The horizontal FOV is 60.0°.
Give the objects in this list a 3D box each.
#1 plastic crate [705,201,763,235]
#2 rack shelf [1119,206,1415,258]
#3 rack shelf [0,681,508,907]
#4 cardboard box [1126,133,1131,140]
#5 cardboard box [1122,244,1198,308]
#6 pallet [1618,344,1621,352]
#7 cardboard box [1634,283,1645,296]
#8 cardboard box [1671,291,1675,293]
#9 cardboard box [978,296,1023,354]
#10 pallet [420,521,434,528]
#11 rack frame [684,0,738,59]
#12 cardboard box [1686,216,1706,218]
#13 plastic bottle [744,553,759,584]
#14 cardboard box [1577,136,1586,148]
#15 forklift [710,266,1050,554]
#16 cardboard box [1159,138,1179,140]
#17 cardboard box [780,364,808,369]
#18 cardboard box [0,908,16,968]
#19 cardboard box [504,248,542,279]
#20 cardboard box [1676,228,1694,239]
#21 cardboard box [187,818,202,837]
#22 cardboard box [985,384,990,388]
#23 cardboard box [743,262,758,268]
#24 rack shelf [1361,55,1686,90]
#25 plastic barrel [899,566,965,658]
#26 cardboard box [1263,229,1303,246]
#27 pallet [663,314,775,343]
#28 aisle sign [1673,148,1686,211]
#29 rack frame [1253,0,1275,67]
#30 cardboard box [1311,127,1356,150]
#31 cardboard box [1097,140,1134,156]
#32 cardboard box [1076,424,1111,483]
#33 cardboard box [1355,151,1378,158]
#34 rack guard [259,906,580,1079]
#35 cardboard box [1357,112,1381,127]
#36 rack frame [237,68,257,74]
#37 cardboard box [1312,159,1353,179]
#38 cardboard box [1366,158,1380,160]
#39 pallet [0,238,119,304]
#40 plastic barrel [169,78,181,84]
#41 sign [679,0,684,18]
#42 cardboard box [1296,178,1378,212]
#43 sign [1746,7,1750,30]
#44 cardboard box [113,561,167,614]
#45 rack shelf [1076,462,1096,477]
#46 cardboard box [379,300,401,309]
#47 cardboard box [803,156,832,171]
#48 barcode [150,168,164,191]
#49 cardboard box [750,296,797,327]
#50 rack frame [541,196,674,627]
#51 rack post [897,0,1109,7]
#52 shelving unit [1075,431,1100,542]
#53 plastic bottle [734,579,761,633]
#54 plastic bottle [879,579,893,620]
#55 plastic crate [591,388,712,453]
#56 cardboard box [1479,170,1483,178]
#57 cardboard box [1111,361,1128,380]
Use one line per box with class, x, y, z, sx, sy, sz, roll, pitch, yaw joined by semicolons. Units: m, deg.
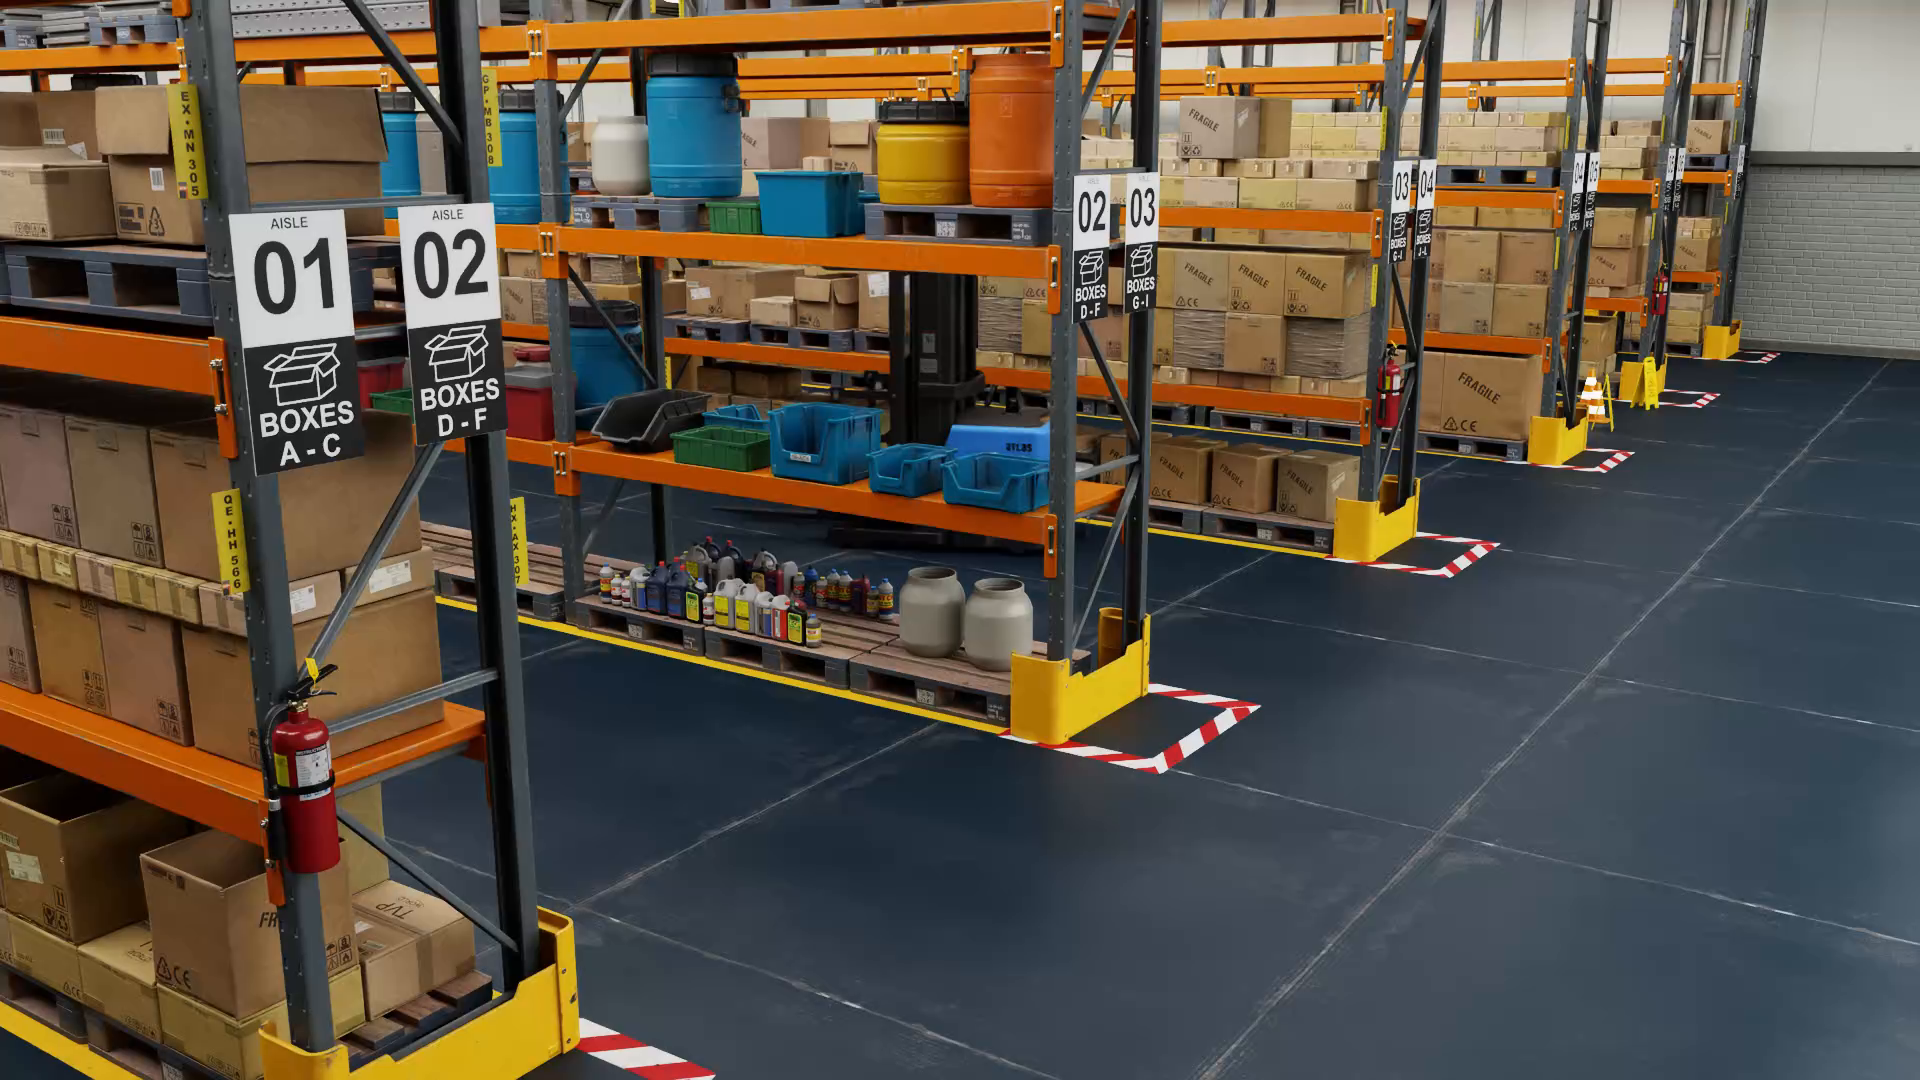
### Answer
plastic crate;-1.333;-2.033;10.492;0.450;0.188;0.336;9;17;33
rack shelf;1.933;-2.772;14.533;4.000;0.370;1.077;9;17;33
rack shelf;-3.599;0.659;6.917;4.000;0.370;1.077;9;17;33
cardboard box;3.247;-7.381;30.476;0.250;0.149;0.380;9;17;33
cardboard box;1.757;-2.302;14.471;0.500;0.500;0.500;9;17;33
pallet;10.225;-3.267;27.083;1.213;0.211;1.003;9;17;33
cardboard box;8.957;-3.338;22.087;0.250;0.149;0.380;9;17;33
cardboard box;10.908;-3.784;26.136;0.500;0.250;0.500;10;17;34
cardboard box;0.613;-2.054;15.549;0.500;0.500;0.875;9;17;33
pallet;-5.189;-0.017;13.952;1.213;0.211;1.003;9;17;33
rack frame;-3.512;-6.894;23.444;0.127;3.000;1.000;9;17;33
cardboard box;11.546;-5.007;26.129;0.250;0.149;0.380;10;17;35
plastic bottle;-1.478;0.227;11.899;0.133;0.283;0.061;11;17;37
cardboard box;8.082;-5.198;21.698;0.250;0.149;0.380;9;17;33
forklift;-0.642;-1.477;14.191;3.031;2.935;1.130;3;14;13
cardboard box;3.266;-5.821;25.146;0.500;0.500;0.700;9;17;33
cardboard box;-2.165;-2.682;23.243;0.500;0.500;0.500;10;17;34
cardboard box;-3.800;1.497;6.882;0.500;0.250;0.500;9;17;33
cardboard box;-4.742;-3.283;19.048;0.637;0.503;0.797;10;17;35
cardboard box;11.218;-4.745;25.693;0.250;0.149;0.380;9;17;34
cardboard box;-3.098;1.097;6.936;0.500;0.500;0.500;9;17;33
cardboard box;0.262;-2.457;21.816;0.750;0.750;1.050;9;16;32
cardboard box;-2.796;-3.815;23.140;0.250;0.149;0.380;9;17;33
rack shelf;7.464;-6.202;22.155;4.000;0.370;1.077;9;17;33
plastic barrel;-0.176;0.454;10.549;0.421;0.512;0.421;0;14;0
cardboard box;3.934;-3.399;19.251;0.550;0.550;0.875;9;17;33
pallet;-2.395;-2.302;17.780;1.003;0.211;1.213;9;17;33
aisle sign;9.348;-4.688;21.610;0.004;0.787;0.394;9;17;33
rack frame;5.253;-8.348;29.319;0.127;3.000;1.000;9;17;33
cardboard box;4.214;-4.432;18.355;0.500;0.250;0.500;9;16;32
cardboard box;1.978;-4.666;19.918;0.500;0.250;0.500;9;17;32
cardboard box;1.063;-0.787;15.588;0.500;0.500;0.500;-11;17;-36
cardboard box;4.500;-4.175;18.143;0.250;0.149;0.380;9;17;34
rack guard;-1.919;1.794;6.034;0.348;0.500;1.175;9;17;33
cardboard box;4.500;-4.562;18.047;0.250;0.149;0.380;9;17;33
rack frame;-9.684;-6.455;21.671;0.127;3.000;1.000;9;17;33
cardboard box;3.038;-3.007;13.468;0.250;0.149;0.380;9;16;31
cardboard box;3.493;-3.057;13.669;0.250;0.149;0.380;9;17;32
pallet;-3.528;-1.099;6.461;1.213;0.211;1.003;9;17;33
plastic barrel;-6.279;-3.427;13.916;0.708;0.830;0.600;9;17;33
sign;-3.831;-7.280;22.895;0.005;0.325;0.100;9;17;33
cardboard box;3.051;-2.794;13.438;0.500;0.250;0.500;10;17;34
sign;11.576;-7.661;24.434;0.005;0.325;0.100;9;17;33
cardboard box;-2.793;0.132;5.989;0.250;0.149;0.380;9;16;32
rack shelf;1.052;-0.602;14.243;0.200;0.077;0.258;8;15;9
cardboard box;-6.800;-2.860;20.156;0.250;0.149;0.380;9;17;33
cardboard box;-1.338;-3.711;16.443;0.250;0.166;0.380;9;16;31
barcode;-2.459;-1.104;5.091;0.075;0.075;0.001;9;17;33
cardboard box;-1.783;-2.330;16.932;0.500;0.250;0.500;9;16;31
rack frame;-2.491;-0.946;11.901;0.127;3.000;1.000;9;17;33
rack post;0.272;-3.205;9.586;0.954;0.300;0.937;11;18;39
shelving unit;1.039;-0.461;14.281;0.210;0.900;0.258;8;15;9
plastic bottle;-1.389;0.425;10.962;0.185;0.351;0.144;10;17;35
plastic bottle;-0.502;0.396;11.243;0.097;0.271;0.097;0;14;0
plastic crate;-2.127;-0.820;11.523;0.504;0.338;0.767;9;17;33
cardboard box;6.947;-4.962;22.407;0.250;0.149;0.380;9;16;32
cardboard box;1.536;-1.524;14.760;0.250;0.149;0.380;9;17;33
